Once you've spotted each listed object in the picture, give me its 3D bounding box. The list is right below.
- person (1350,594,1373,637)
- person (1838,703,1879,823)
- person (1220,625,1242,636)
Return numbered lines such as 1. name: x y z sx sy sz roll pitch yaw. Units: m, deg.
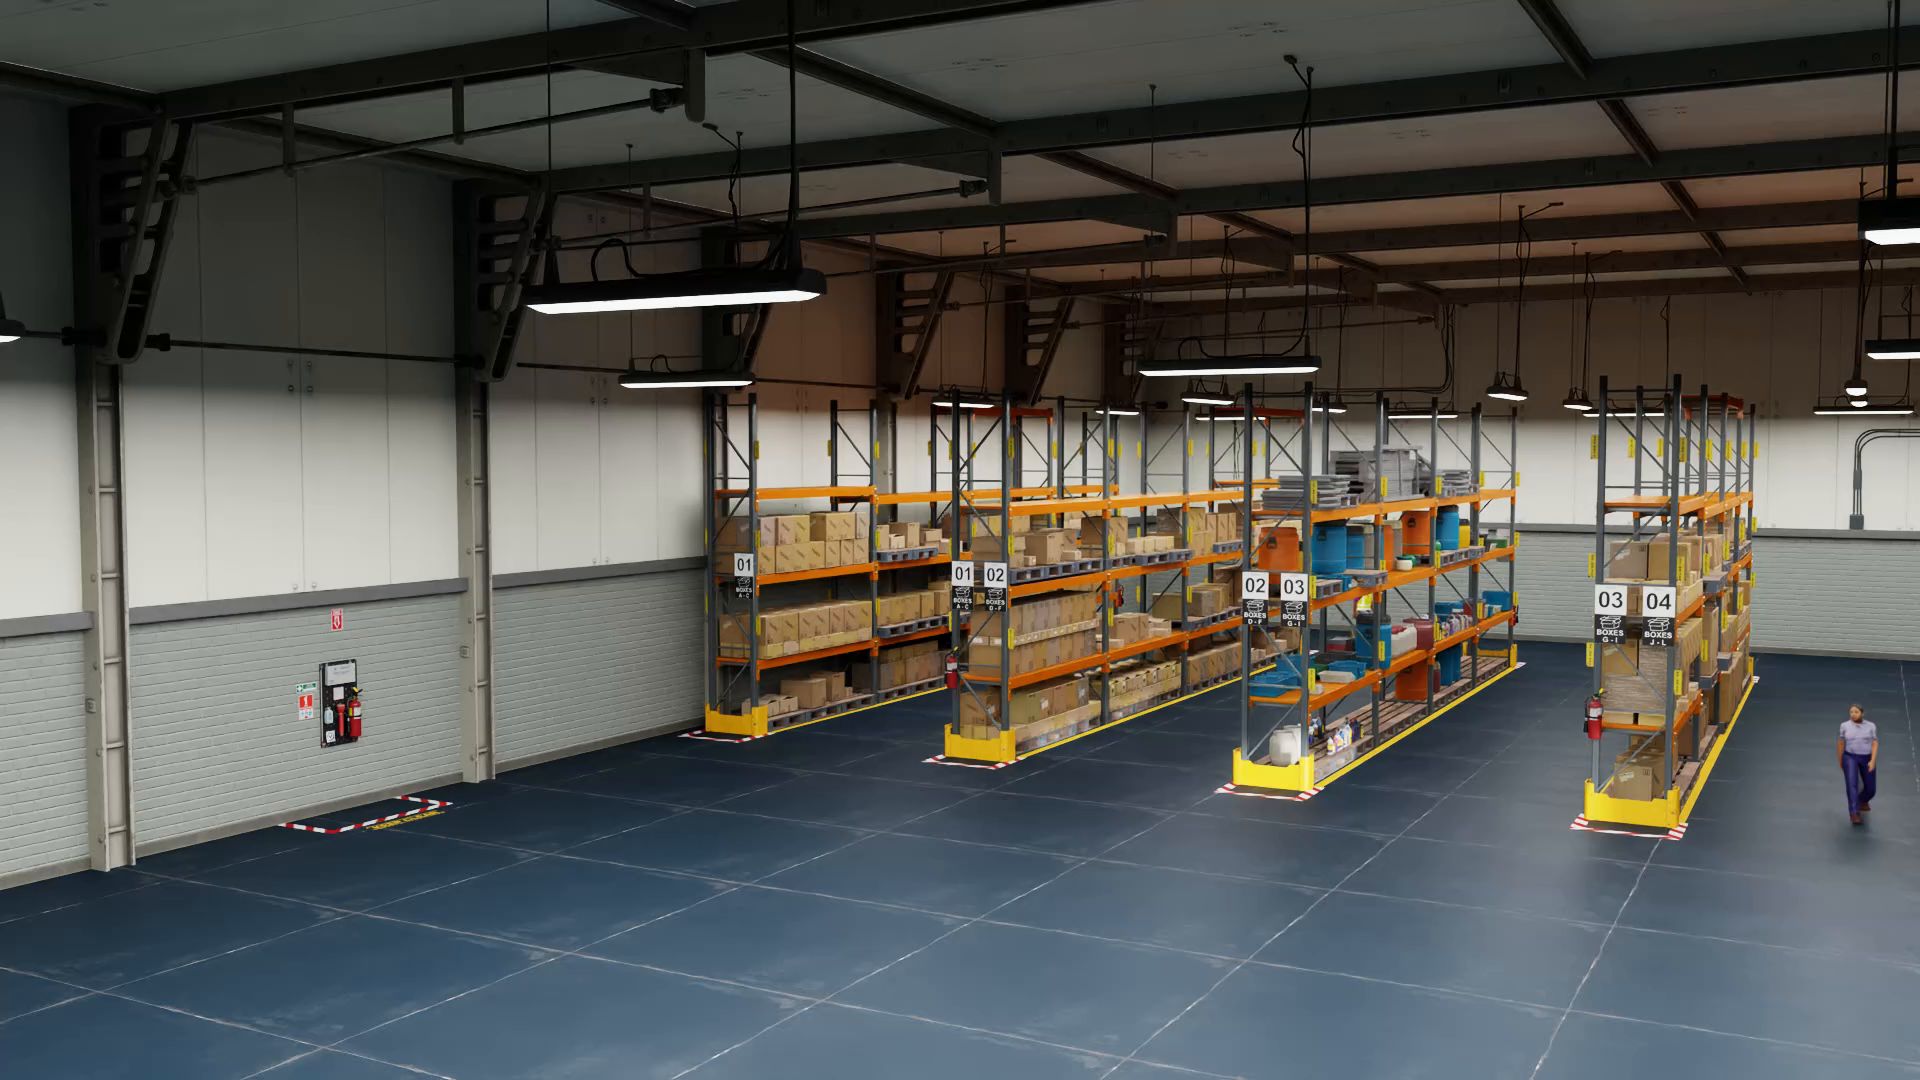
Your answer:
1. person: 10.573 1.824 43.449 0.560 1.658 0.984 -3 4 -39
2. person: 12.227 2.997 22.619 0.472 1.542 1.052 1 3 21
3. person: 7.074 1.795 42.844 0.620 1.776 0.701 -3 4 -44
